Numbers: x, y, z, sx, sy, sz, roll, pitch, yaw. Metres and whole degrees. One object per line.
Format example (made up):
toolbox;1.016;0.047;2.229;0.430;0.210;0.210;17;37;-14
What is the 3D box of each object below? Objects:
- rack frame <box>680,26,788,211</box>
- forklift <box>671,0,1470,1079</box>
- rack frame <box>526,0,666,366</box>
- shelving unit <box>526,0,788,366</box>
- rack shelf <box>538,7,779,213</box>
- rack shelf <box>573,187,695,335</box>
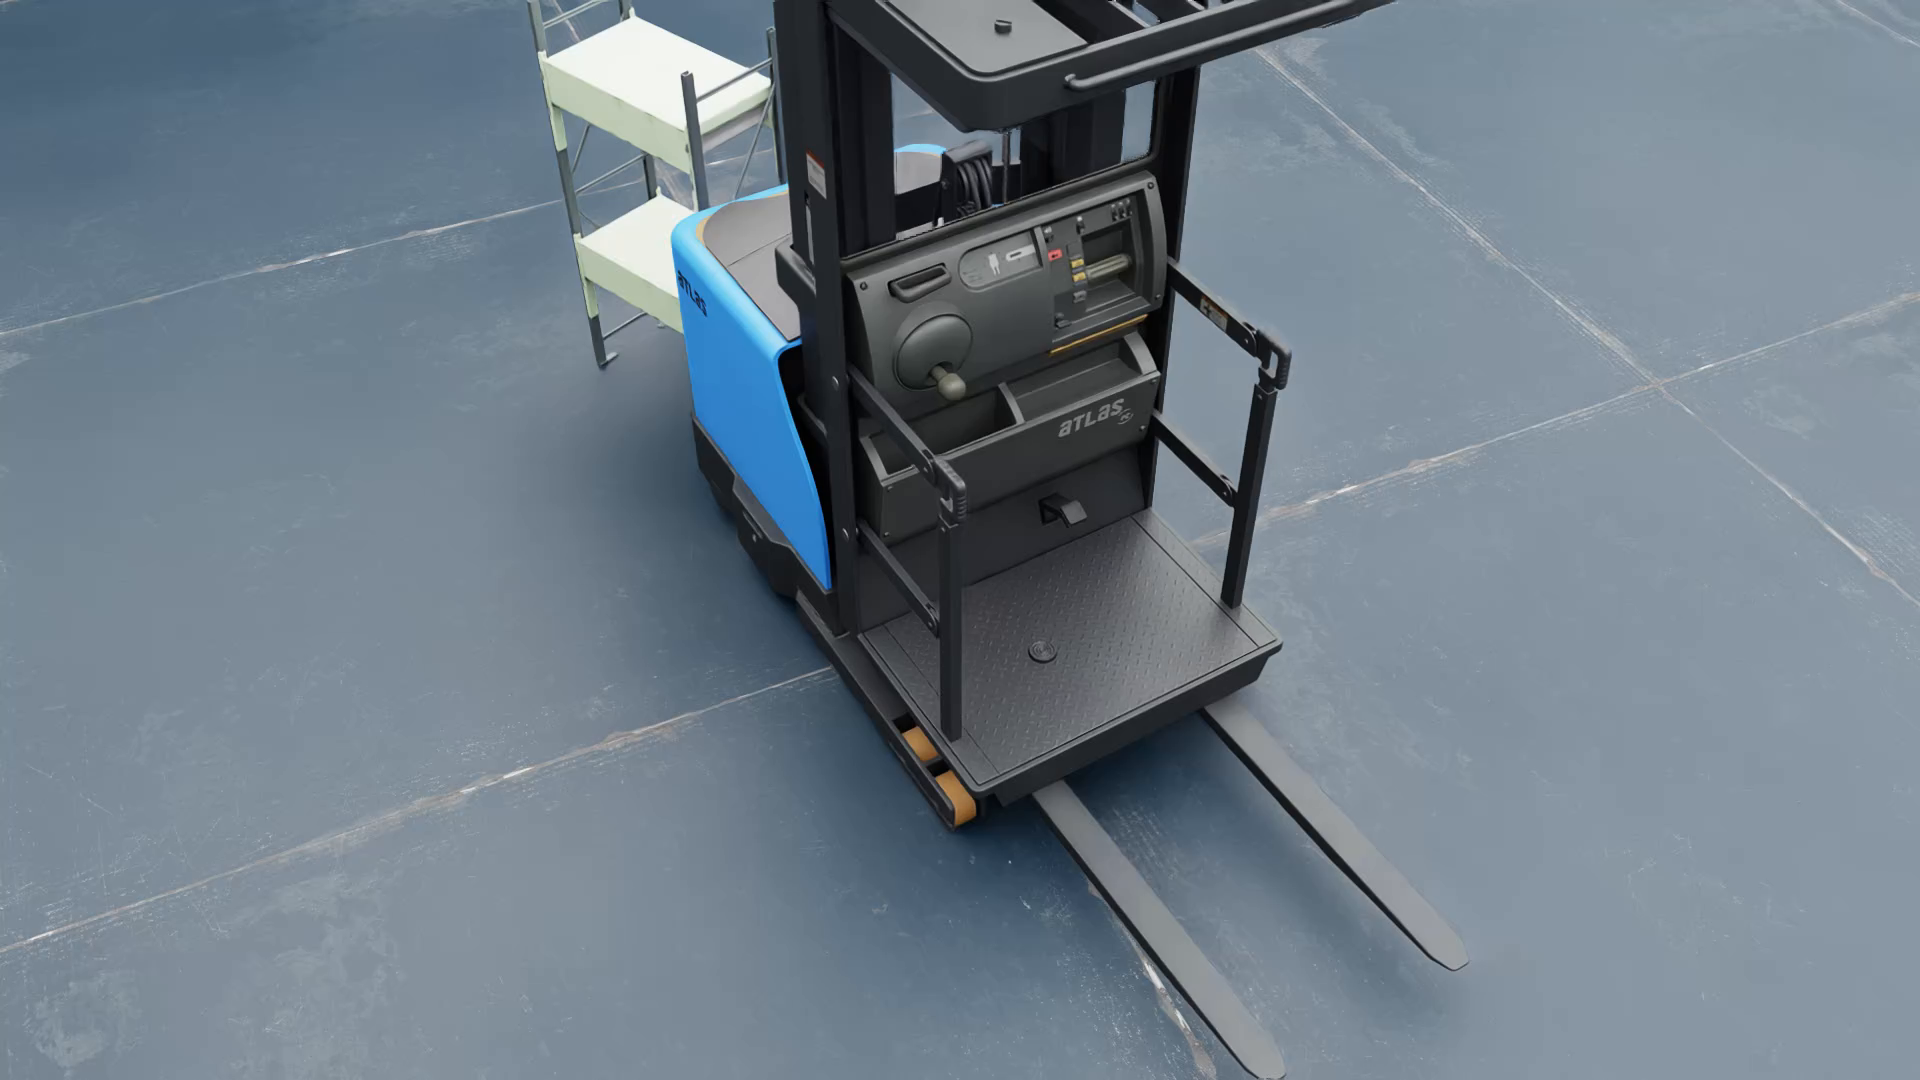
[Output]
rack frame;-0.713;-0.983;5.678;0.023;1.500;0.400;31;52;28
forklift;0.260;-0.579;4.250;1.130;2.935;3.031;-23;49;-22
rack frame;-1.269;-1.317;6.017;0.023;1.500;0.400;31;52;28
shelving unit;-0.991;-1.150;5.847;0.755;1.500;0.431;31;52;28
rack shelf;-0.991;-1.428;5.573;0.720;0.370;0.431;31;52;28
rack shelf;-0.991;-0.918;6.076;0.720;0.370;0.431;31;52;28
